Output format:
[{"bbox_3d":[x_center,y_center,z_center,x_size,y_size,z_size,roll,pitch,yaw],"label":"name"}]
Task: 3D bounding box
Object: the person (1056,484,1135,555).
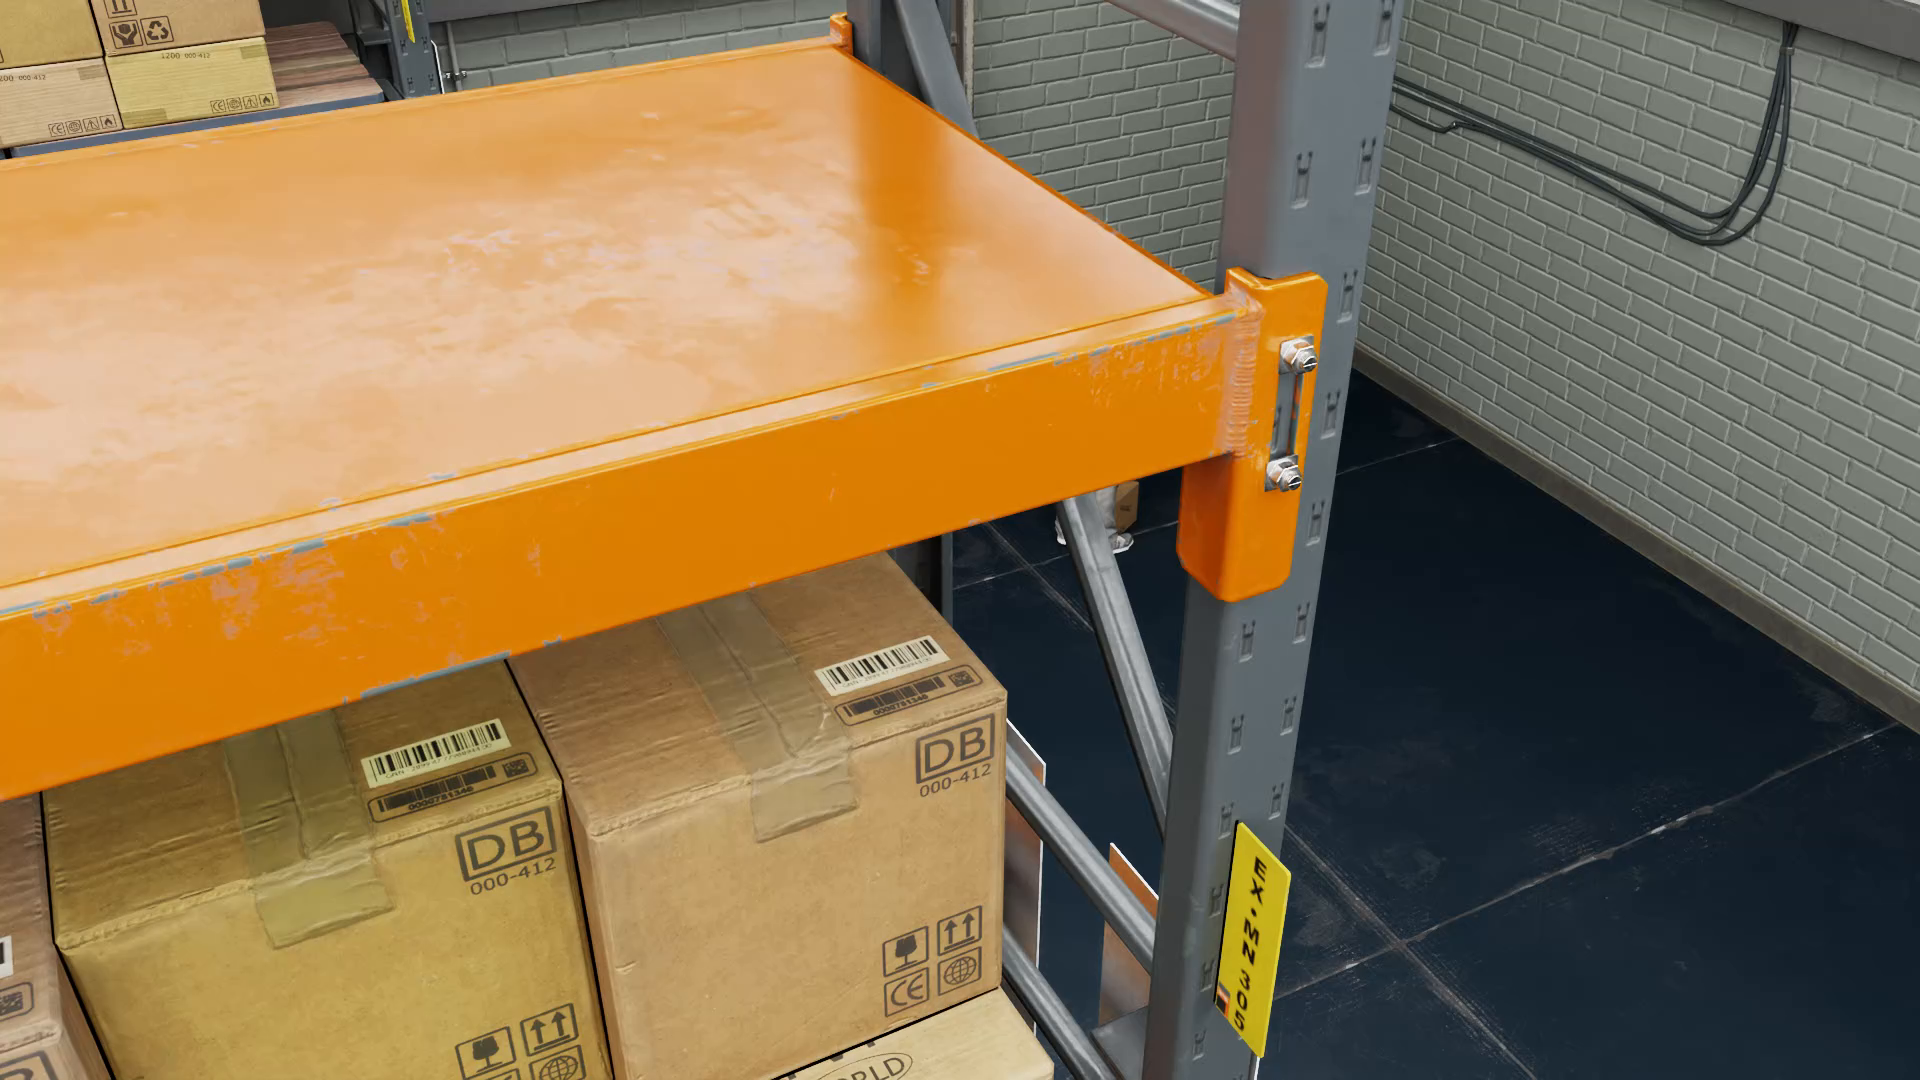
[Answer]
[{"bbox_3d":[0.678,-0.644,8.594,0.483,1.589,0.342,21,39,28],"label":"person"}]
